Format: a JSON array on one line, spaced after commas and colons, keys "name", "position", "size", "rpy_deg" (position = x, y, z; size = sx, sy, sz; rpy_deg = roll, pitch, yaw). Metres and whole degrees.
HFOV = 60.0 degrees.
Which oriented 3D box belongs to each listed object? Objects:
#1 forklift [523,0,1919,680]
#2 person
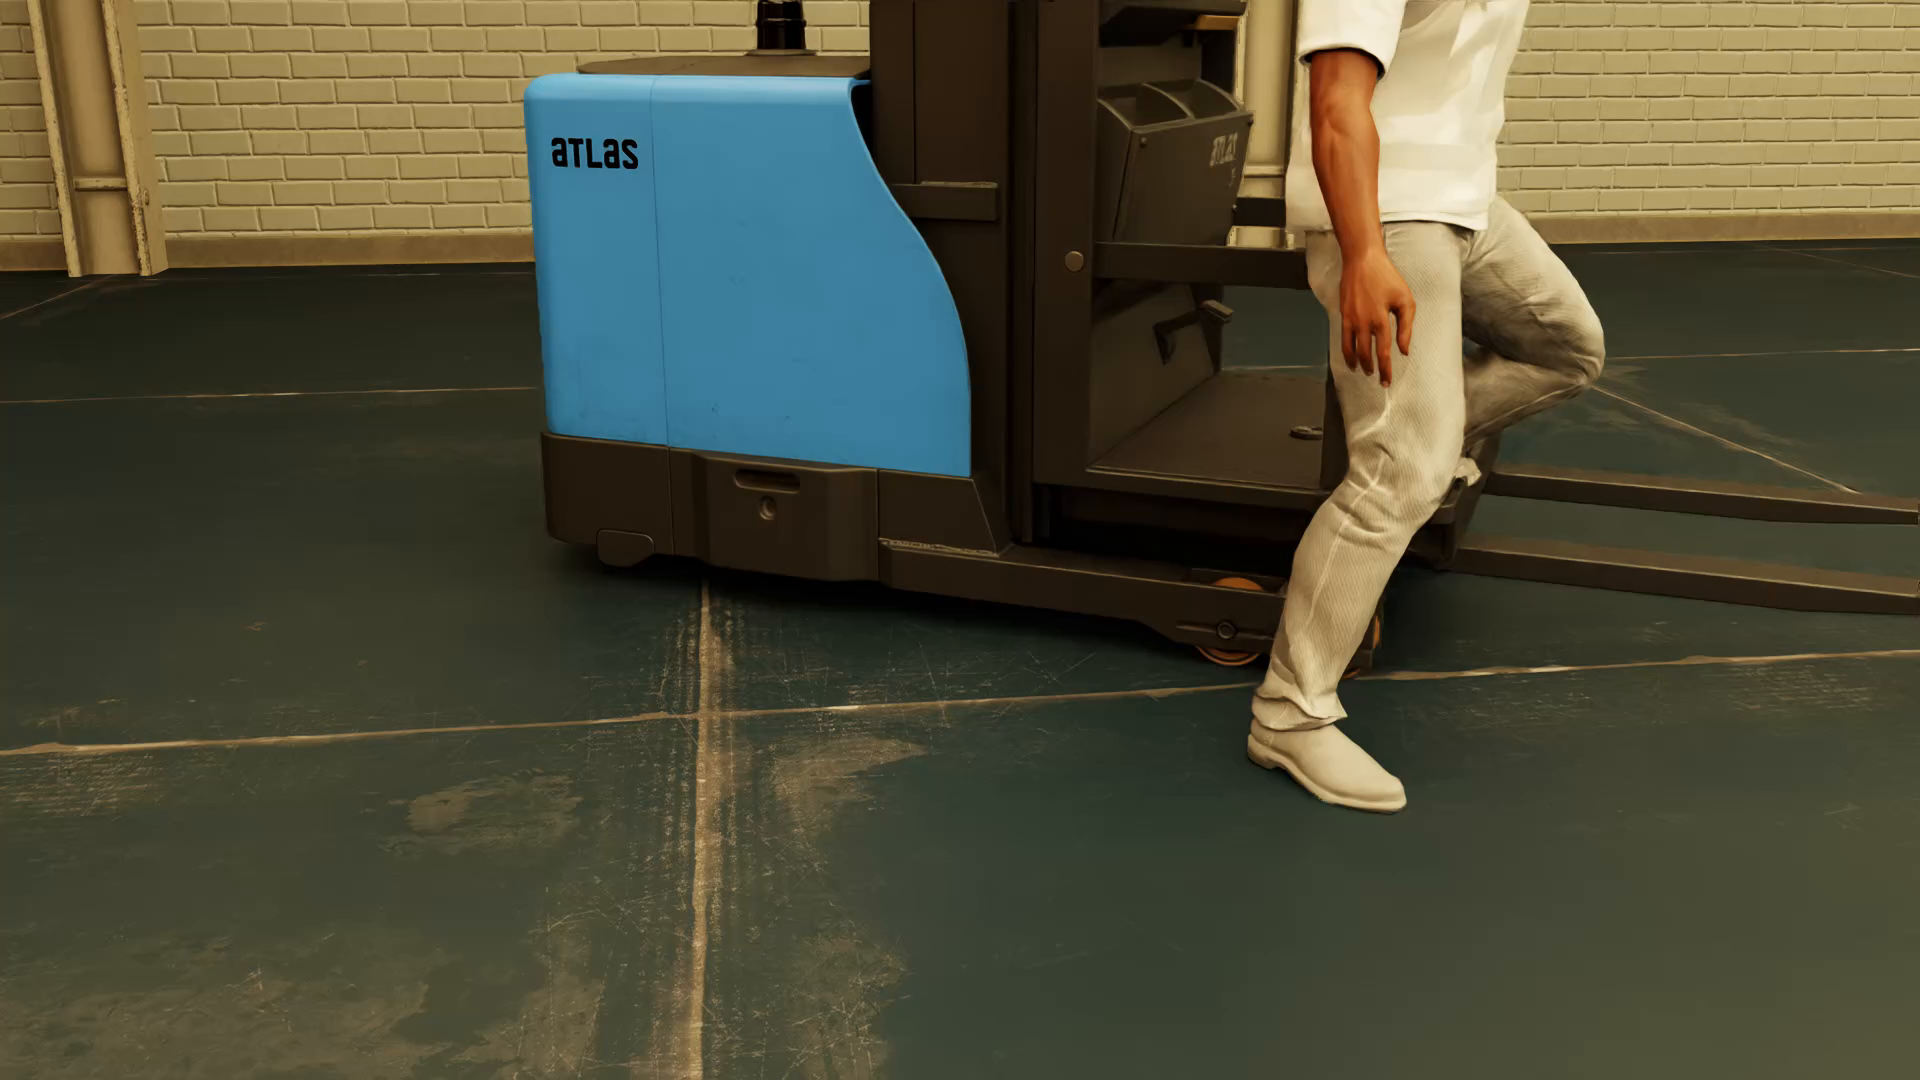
[{"name": "forklift", "position": [0.630, -1.316, 3.253], "size": [3.031, 2.935, 1.130], "rpy_deg": [7, 18, 21]}, {"name": "person", "position": [0.777, -0.496, 2.671], "size": [0.492, 1.713, 0.963], "rpy_deg": [7, 18, 23]}]
